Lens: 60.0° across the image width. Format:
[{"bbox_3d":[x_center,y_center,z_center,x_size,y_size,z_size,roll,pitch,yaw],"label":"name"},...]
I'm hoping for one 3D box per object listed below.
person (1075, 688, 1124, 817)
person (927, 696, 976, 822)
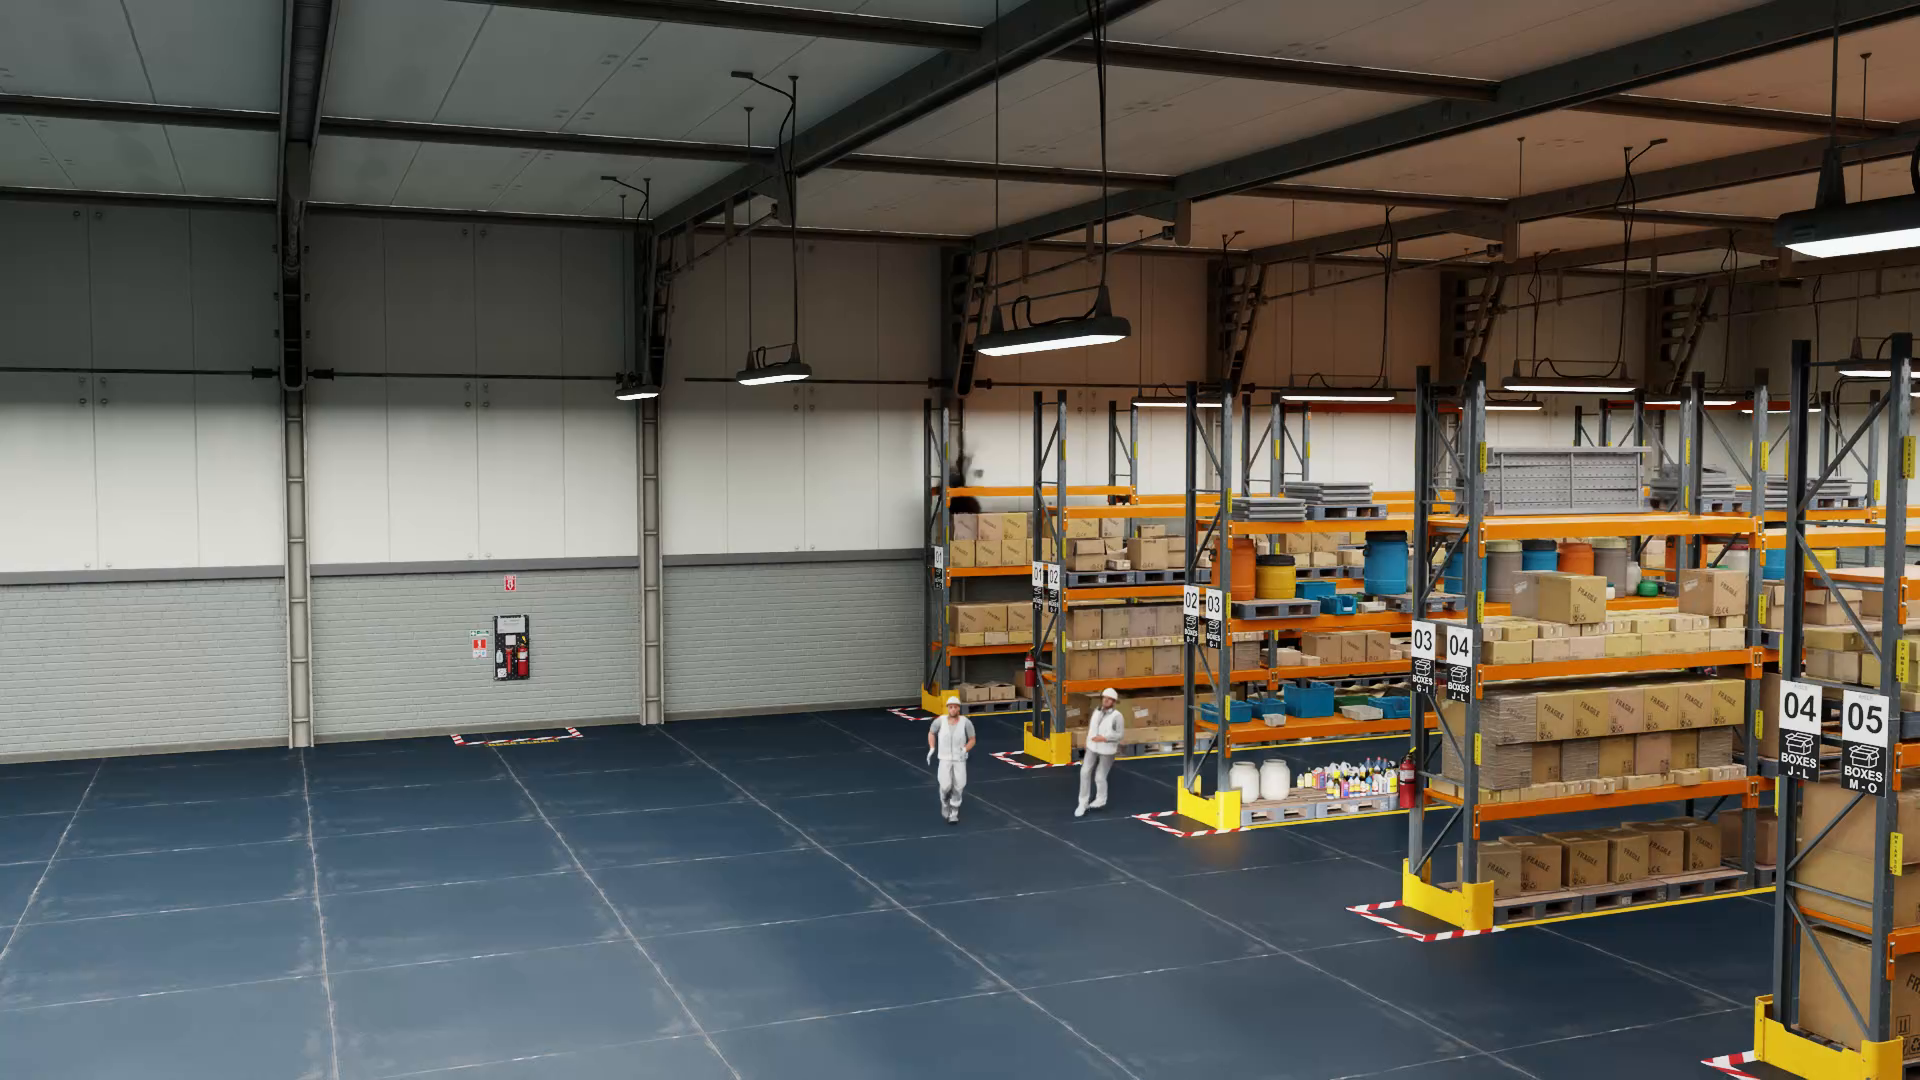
[{"bbox_3d":[1.976,2.928,23.035,0.643,1.750,0.748,2,4,28],"label":"person"},{"bbox_3d":[-0.115,2.965,22.374,0.658,1.735,0.674,0,3,-1],"label":"person"}]
